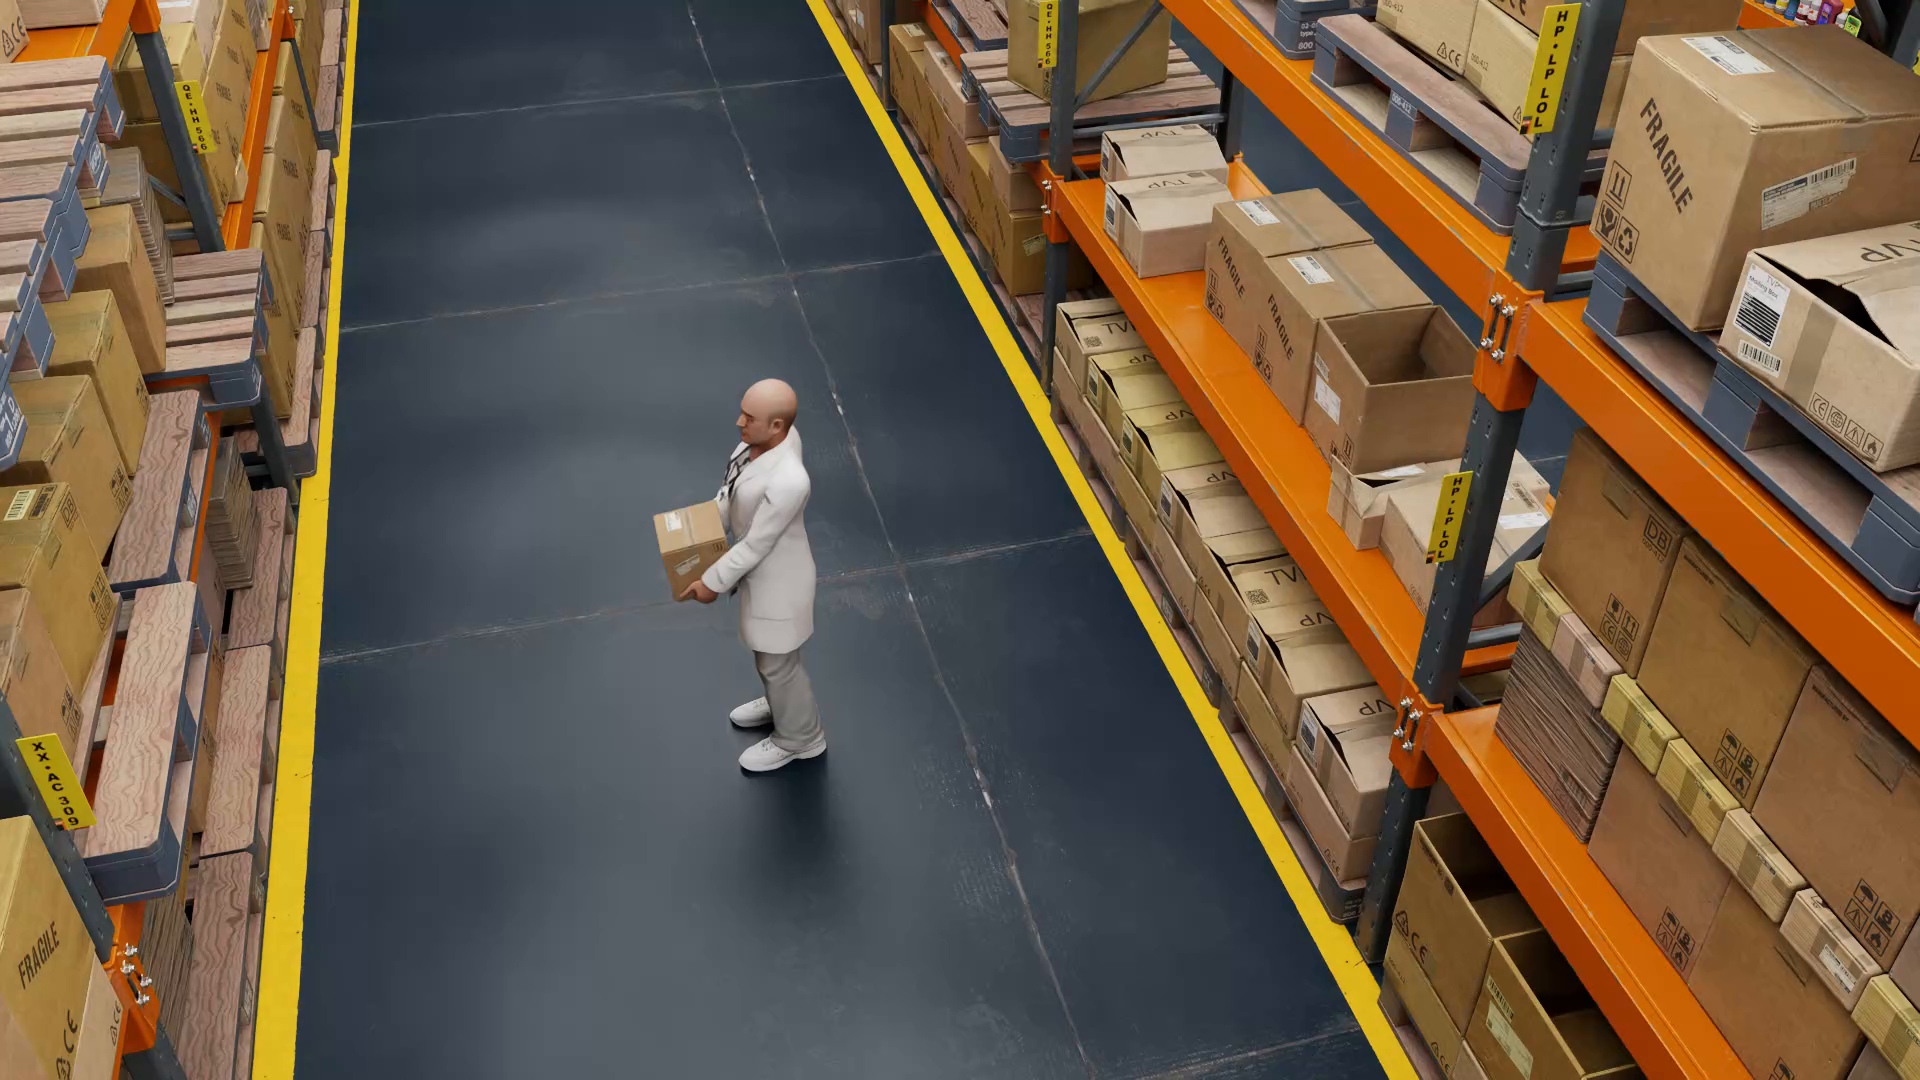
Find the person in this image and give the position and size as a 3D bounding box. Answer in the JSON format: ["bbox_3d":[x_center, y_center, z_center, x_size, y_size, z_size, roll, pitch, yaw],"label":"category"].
[{"bbox_3d":[-0.840,0.152,6.534,0.543,1.778,0.525,-9,39,-12],"label":"person"}]
